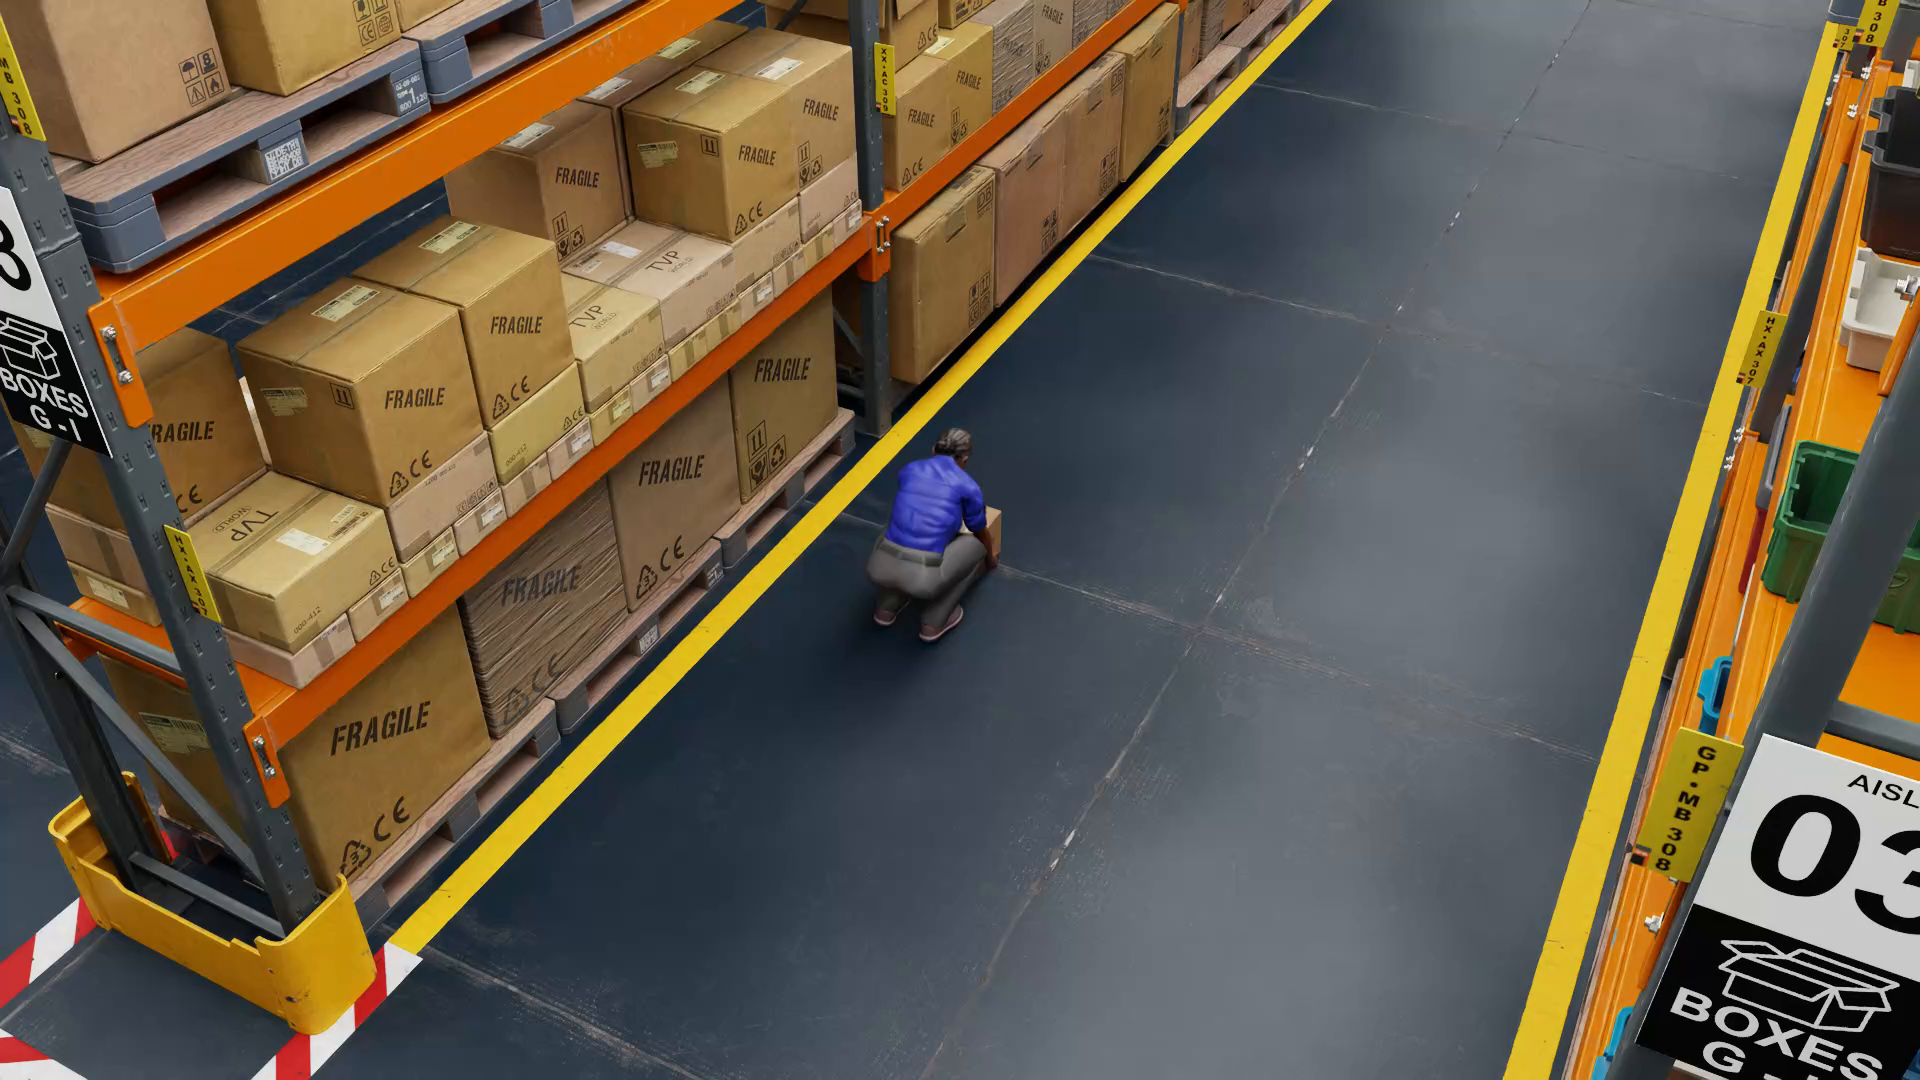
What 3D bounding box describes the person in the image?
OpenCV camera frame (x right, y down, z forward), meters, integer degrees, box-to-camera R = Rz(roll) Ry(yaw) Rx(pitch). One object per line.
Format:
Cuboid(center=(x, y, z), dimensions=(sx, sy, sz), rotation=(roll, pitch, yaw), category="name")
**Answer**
Cuboid(center=(-0.129, 0.004, 7.545), dimensions=(0.470, 0.808, 0.833), rotation=(17, 41, 21), category="person")
